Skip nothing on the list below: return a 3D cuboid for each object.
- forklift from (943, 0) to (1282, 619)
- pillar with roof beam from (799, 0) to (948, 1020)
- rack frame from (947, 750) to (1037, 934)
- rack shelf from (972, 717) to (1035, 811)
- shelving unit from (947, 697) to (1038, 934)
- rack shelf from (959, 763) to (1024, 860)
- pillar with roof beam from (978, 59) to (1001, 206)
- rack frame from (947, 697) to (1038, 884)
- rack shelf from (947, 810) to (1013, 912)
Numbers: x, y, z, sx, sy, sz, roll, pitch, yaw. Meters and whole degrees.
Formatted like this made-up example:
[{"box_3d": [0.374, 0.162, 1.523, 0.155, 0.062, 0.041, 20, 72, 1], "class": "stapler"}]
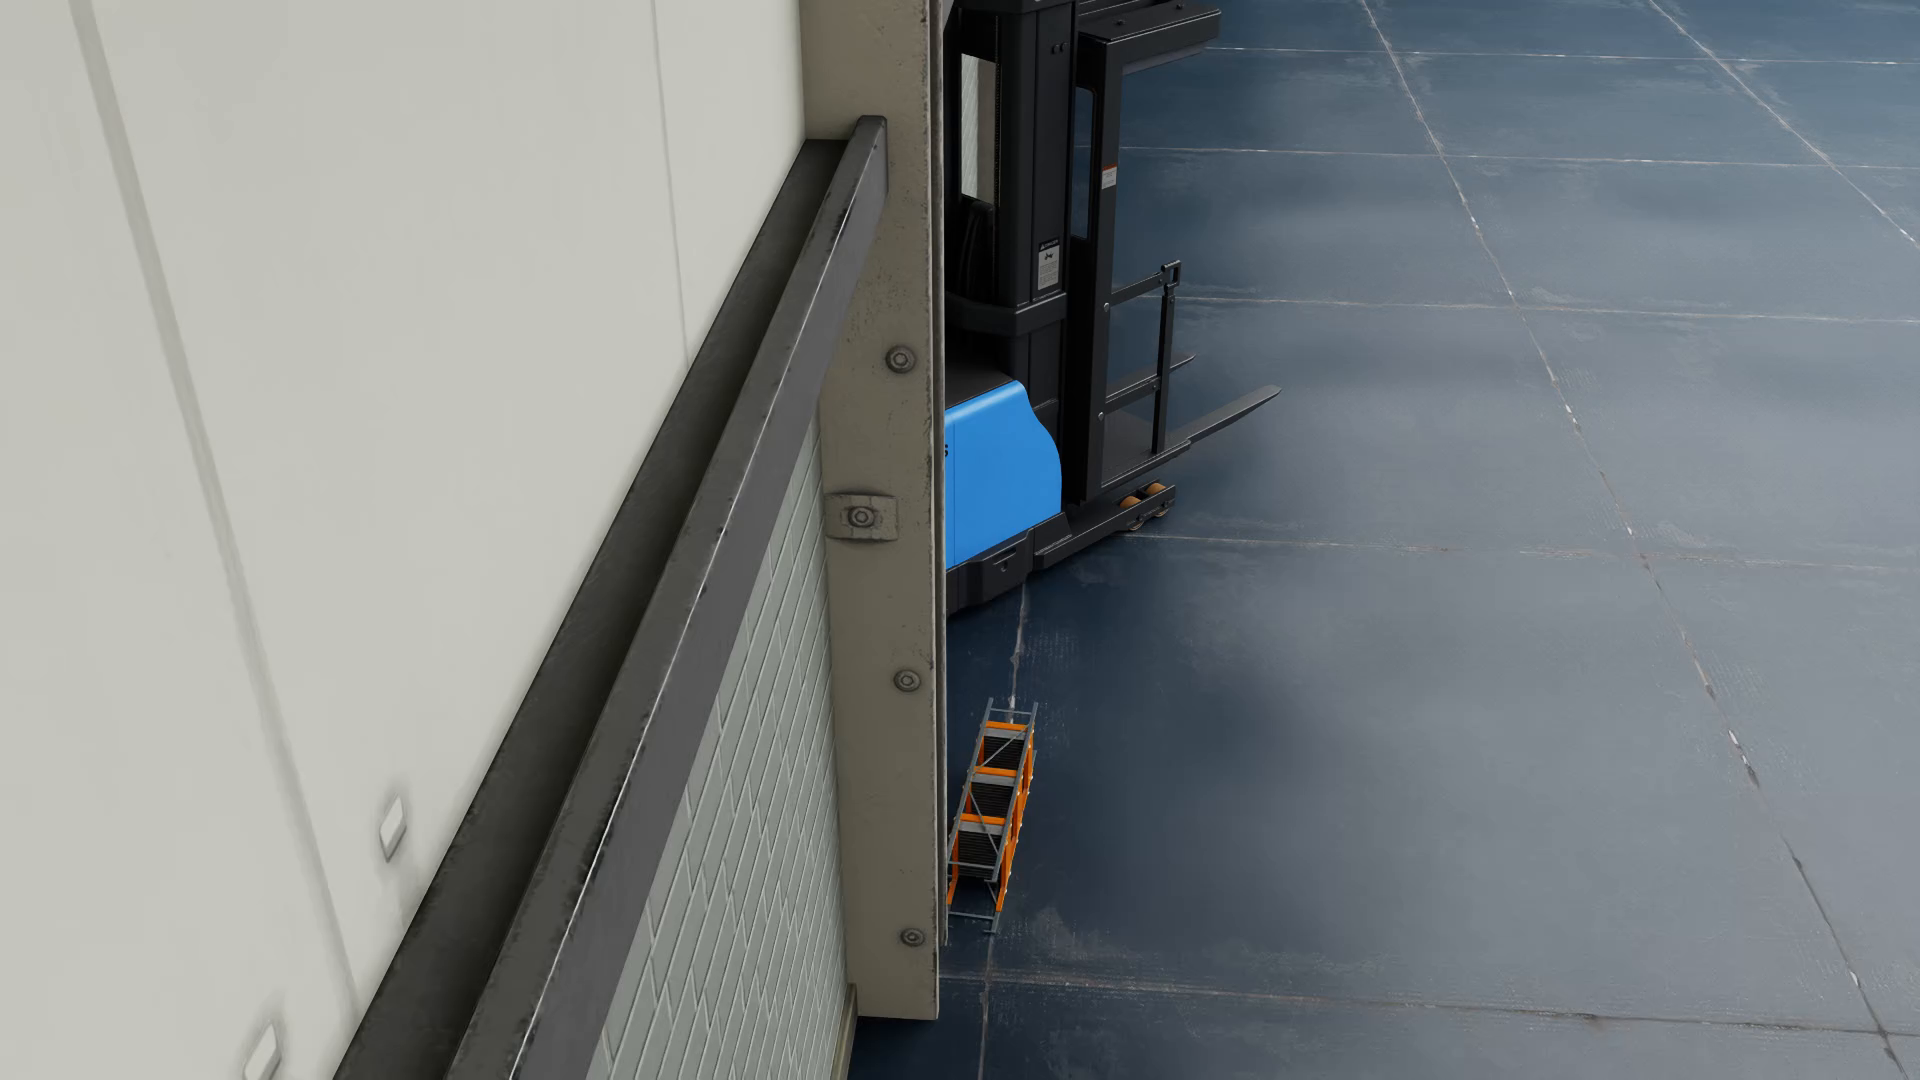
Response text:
[{"box_3d": [0.452, -1.473, 7.847, 3.031, 2.935, 1.130, -27, 40, -36], "class": "forklift"}, {"box_3d": [4.076, -2.135, 3.137, 9.100, 9.000, 0.400, 2, 32, 4], "class": "pillar with roof beam"}, {"box_3d": [0.122, 1.128, 6.406, 0.200, 0.008, 1.050, 5, 32, 9], "class": "rack frame"}, {"box_3d": [0.172, 0.883, 6.571, 0.215, 0.240, 0.259, 5, 32, 9], "class": "rack shelf"}, {"box_3d": [0.122, 1.024, 6.342, 0.215, 0.252, 1.050, 5, 32, 9], "class": "shelving unit"}, {"box_3d": [0.120, 1.030, 6.333, 0.215, 0.240, 0.259, 5, 32, 9], "class": "rack shelf"}, {"box_3d": [4.565, -5.273, 8.228, 9.100, 9.000, 0.400, 2, 32, 4], "class": "pillar with roof beam"}, {"box_3d": [0.122, 0.920, 6.278, 0.200, 0.008, 1.050, 5, 32, 9], "class": "rack frame"}, {"box_3d": [0.070, 1.173, 6.101, 0.215, 0.240, 0.259, 5, 32, 9], "class": "rack shelf"}]
